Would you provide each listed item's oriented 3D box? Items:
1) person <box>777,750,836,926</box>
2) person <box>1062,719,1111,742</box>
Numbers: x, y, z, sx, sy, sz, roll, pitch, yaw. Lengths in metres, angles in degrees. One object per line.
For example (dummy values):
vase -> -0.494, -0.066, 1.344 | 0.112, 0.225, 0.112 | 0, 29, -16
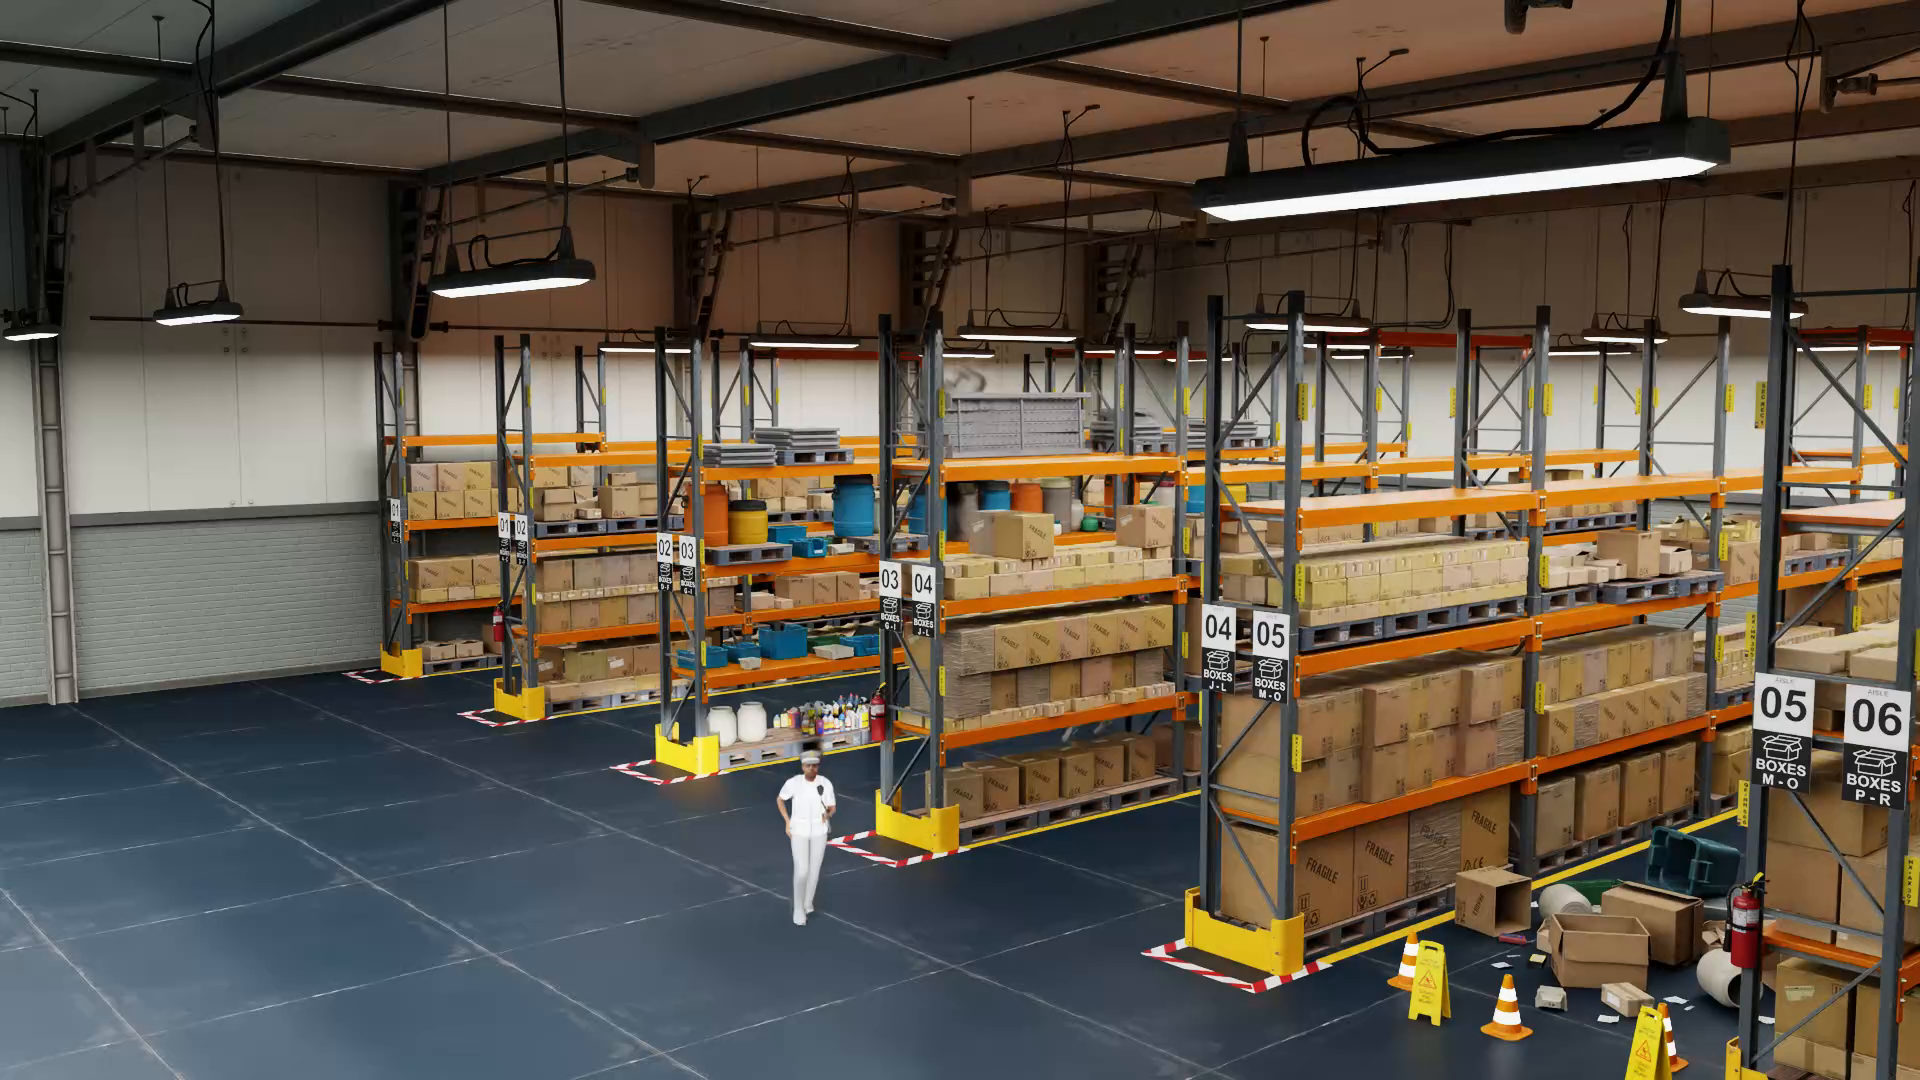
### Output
person -> -1.464, 2.872, 16.091 | 0.550, 1.721, 0.705 | -1, 5, -15
person -> 1.785, 1.867, 23.293 | 0.643, 1.848, 0.794 | 5, 7, 44
